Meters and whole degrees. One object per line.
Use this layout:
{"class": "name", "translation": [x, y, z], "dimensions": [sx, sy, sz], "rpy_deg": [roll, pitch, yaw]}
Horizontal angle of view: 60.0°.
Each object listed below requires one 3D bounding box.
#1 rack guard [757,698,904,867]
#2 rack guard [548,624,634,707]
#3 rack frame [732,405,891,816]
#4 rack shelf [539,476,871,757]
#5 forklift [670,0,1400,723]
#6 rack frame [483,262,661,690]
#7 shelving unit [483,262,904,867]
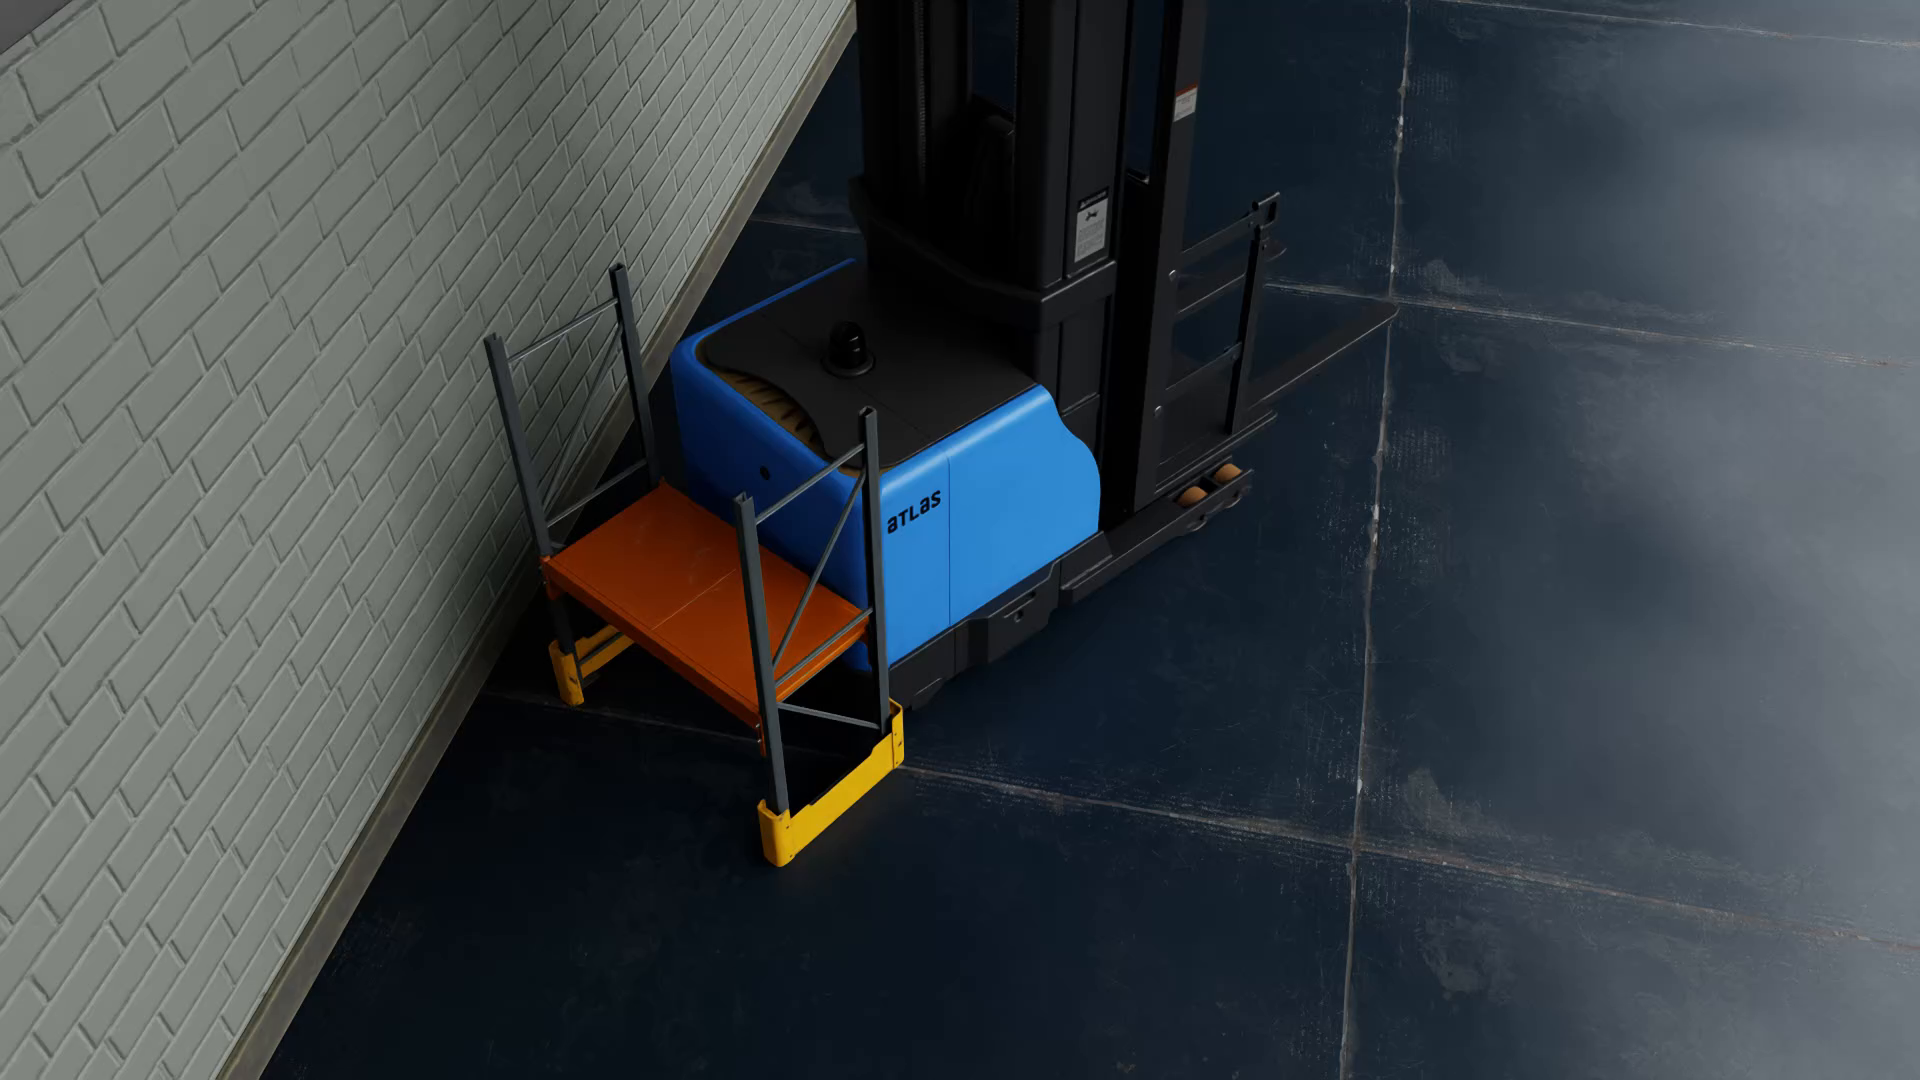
{"class": "rack guard", "translation": [-0.400, 0.765, 5.275], "dimensions": [0.087, 0.250, 0.587], "rpy_deg": [31, 52, 28]}
{"class": "rack guard", "translation": [-1.151, 0.311, 5.747], "dimensions": [0.087, 0.250, 0.587], "rpy_deg": [31, 52, 28]}
{"class": "rack frame", "translation": [-0.399, 0.315, 4.841], "dimensions": [0.032, 1.500, 0.500], "rpy_deg": [31, 52, 28]}
{"class": "rack shelf", "translation": [-0.783, 0.213, 5.207], "dimensions": [1.000, 0.185, 0.538], "rpy_deg": [31, 52, 28]}
{"class": "forklift", "translation": [0.482, -1.336, 5.525], "dimensions": [3.031, 2.935, 1.130], "rpy_deg": [-32, 52, -29]}
{"class": "rack frame", "translation": [-1.166, -0.148, 5.323], "dimensions": [0.032, 1.500, 0.500], "rpy_deg": [31, 52, 28]}
{"class": "shelving unit", "translation": [-0.776, 0.087, 5.078], "dimensions": [1.083, 1.500, 0.587], "rpy_deg": [31, 52, 28]}
